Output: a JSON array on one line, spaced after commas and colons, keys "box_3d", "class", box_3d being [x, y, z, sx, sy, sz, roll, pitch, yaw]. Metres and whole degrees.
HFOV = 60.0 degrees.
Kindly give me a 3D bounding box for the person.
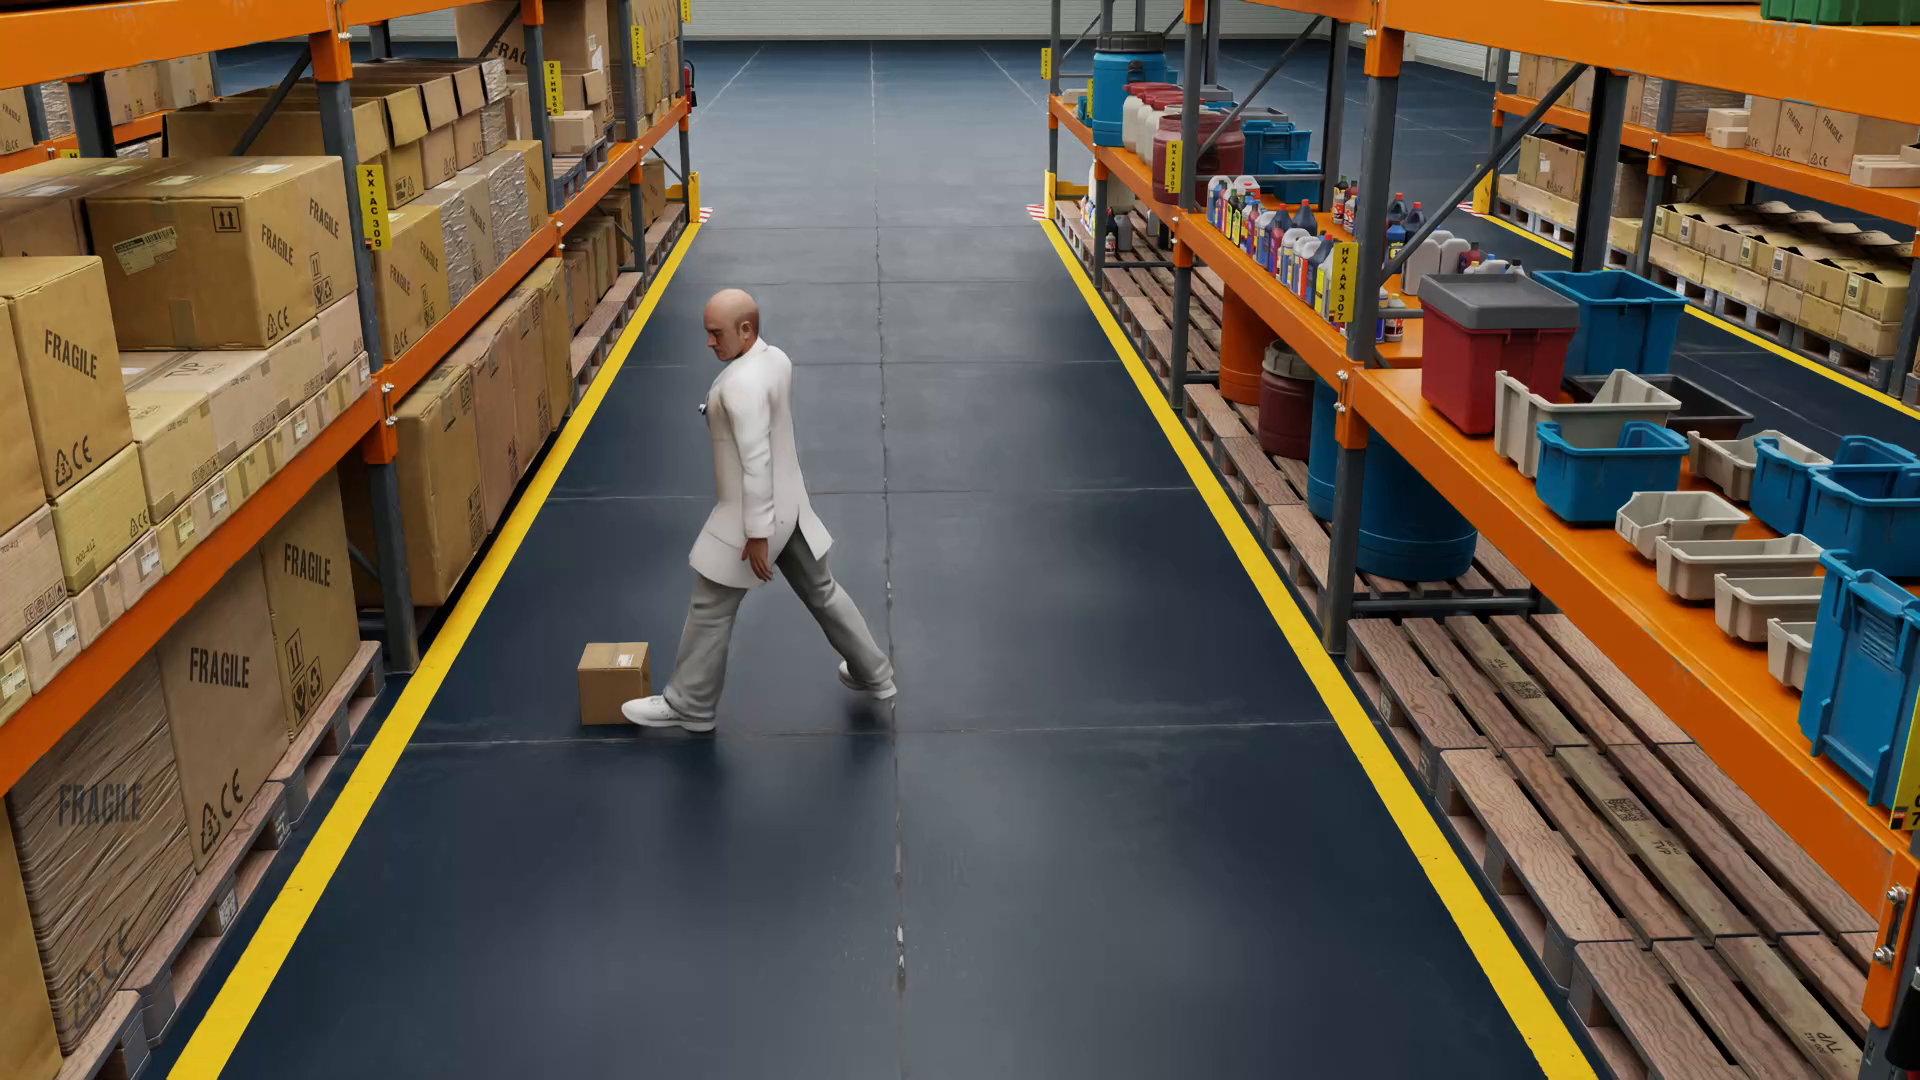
[{"box_3d": [-0.769, -0.120, 6.436, 0.998, 1.744, 0.704, 5, 21, 14], "class": "person"}]
